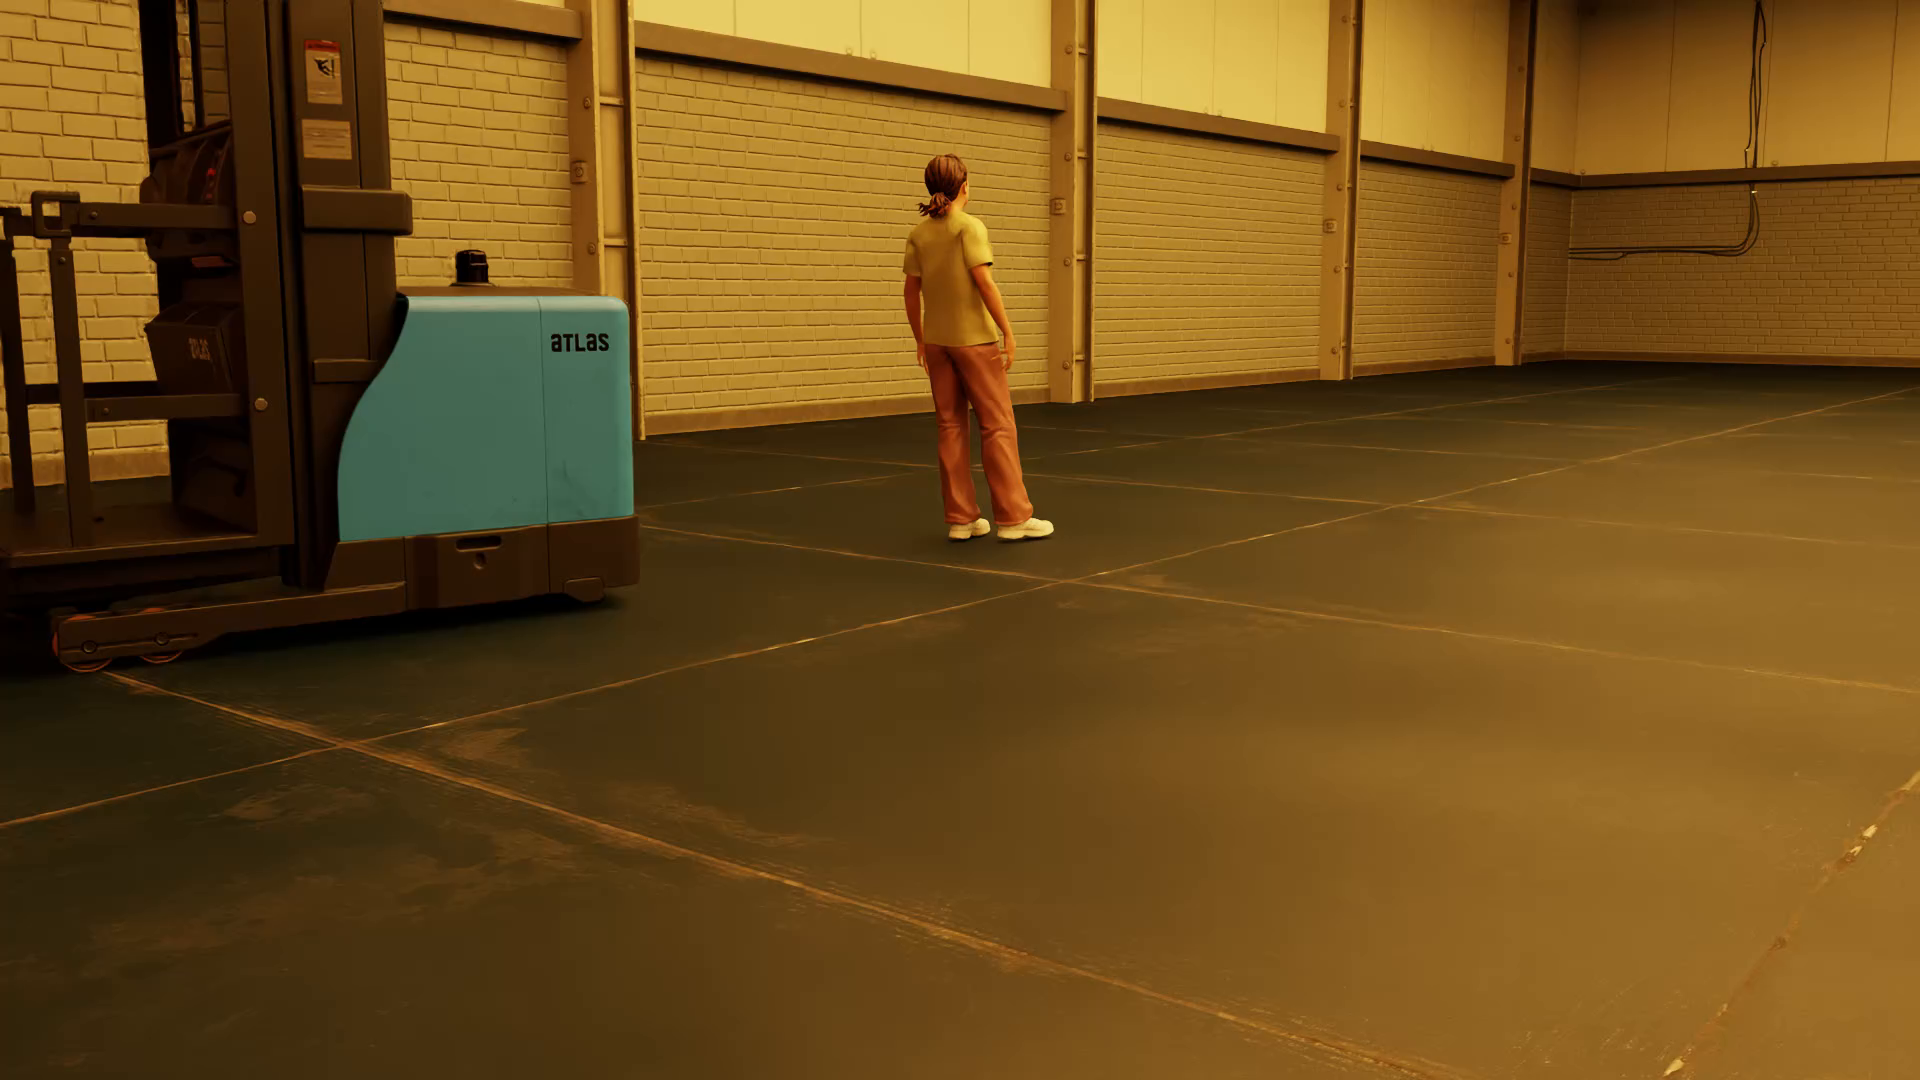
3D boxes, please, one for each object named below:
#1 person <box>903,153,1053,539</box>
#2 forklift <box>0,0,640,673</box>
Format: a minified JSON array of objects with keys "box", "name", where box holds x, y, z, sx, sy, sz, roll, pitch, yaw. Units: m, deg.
[{"box":[0.055,-0.843,7.332,0.555,1.675,0.549,7,11,38],"name":"person"},{"box":[-2.612,-1.154,5.168,3.031,2.935,1.130,-6,10,-37],"name":"forklift"}]
